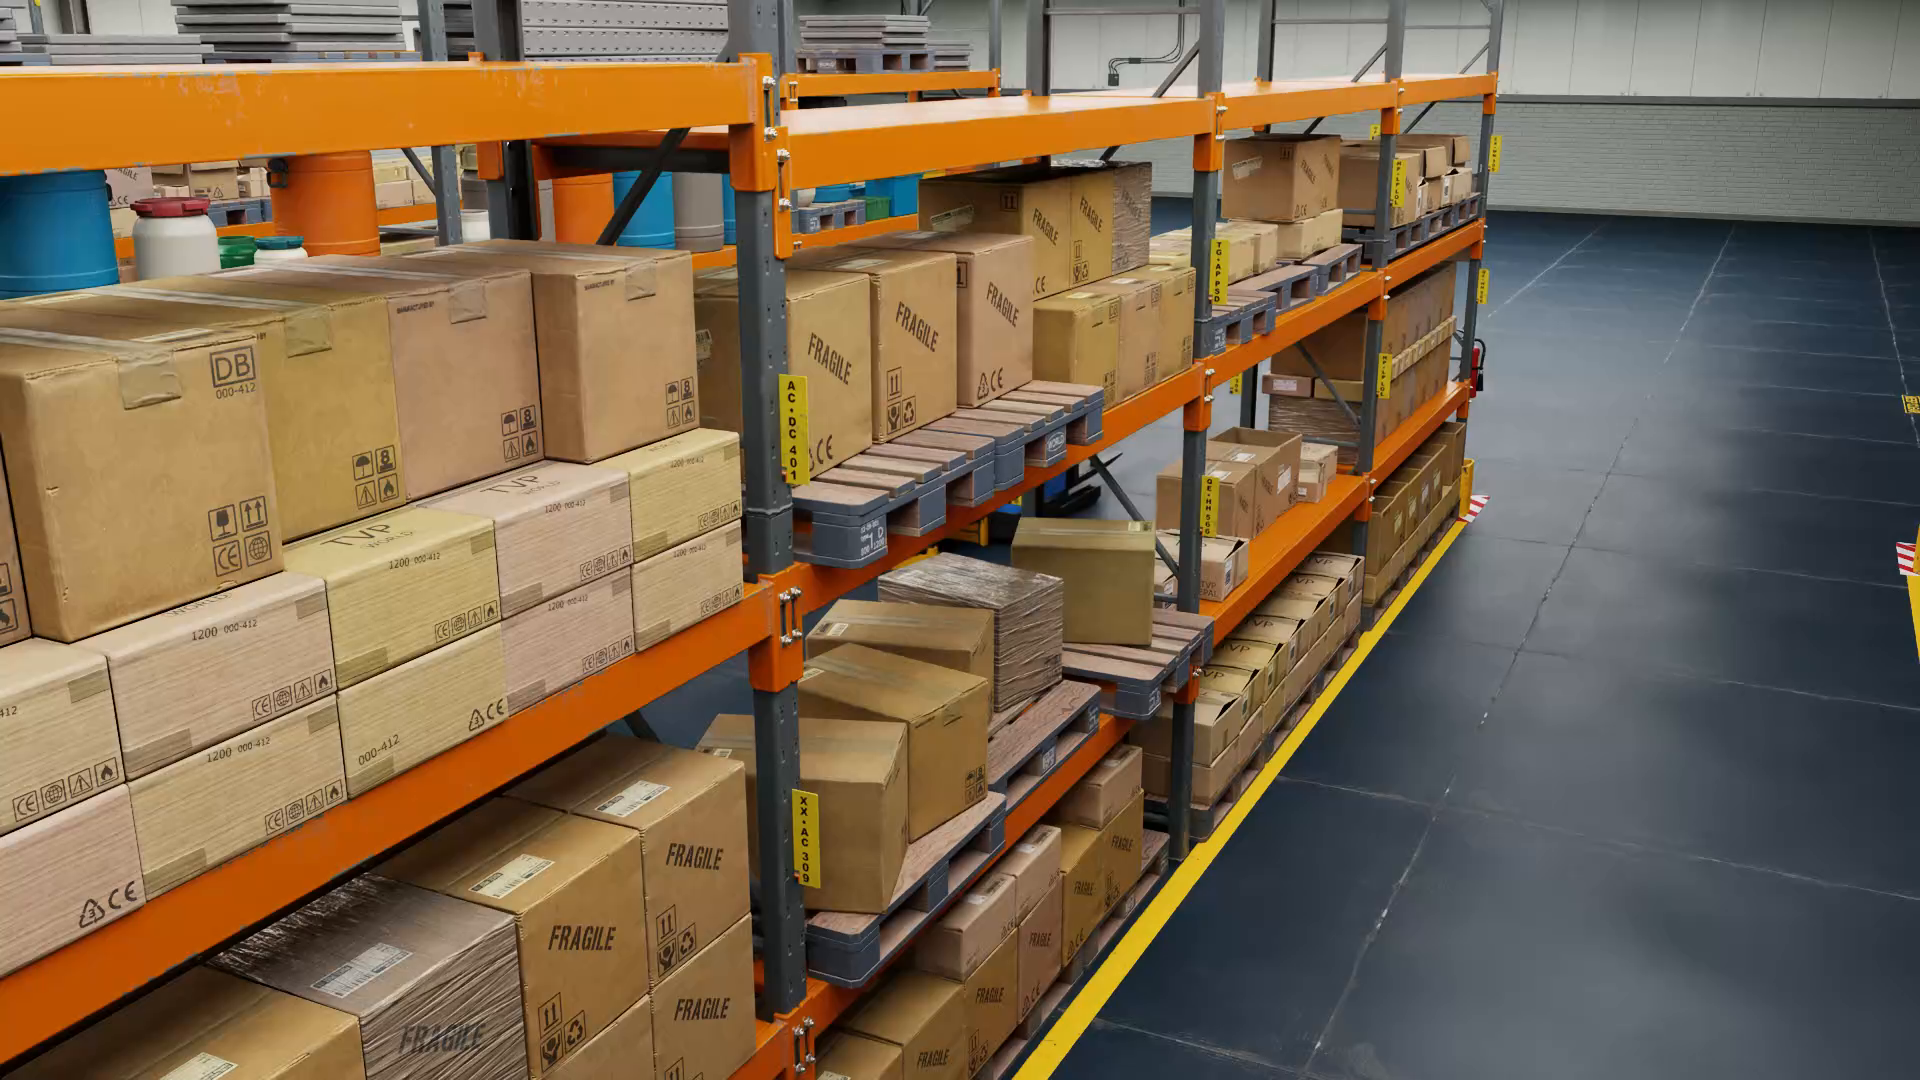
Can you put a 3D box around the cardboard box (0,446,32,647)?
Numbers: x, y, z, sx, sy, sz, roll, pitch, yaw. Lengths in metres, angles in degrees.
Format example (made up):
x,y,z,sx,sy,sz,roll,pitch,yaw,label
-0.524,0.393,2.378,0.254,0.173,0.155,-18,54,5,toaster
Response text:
x,y,z,sx,sy,sz,roll,pitch,yaw,label
-2.125,-0.042,2.921,0.700,0.500,0.500,8,18,25,cardboard box

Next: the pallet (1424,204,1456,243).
x,y,z,sx,sy,sz,roll,pitch,yaw,label
3.499,-2.668,13.852,1.003,0.211,1.213,8,18,25,pallet

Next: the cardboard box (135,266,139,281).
x,y,z,sx,sy,sz,roll,pitch,yaw,label
-9.931,-3.093,20.133,0.875,0.550,0.550,8,18,25,cardboard box

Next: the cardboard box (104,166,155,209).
x,y,z,sx,sy,sz,roll,pitch,yaw,label
-7.164,-3.055,13.946,0.500,0.500,0.500,8,18,24,cardboard box

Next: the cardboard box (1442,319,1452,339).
x,y,z,sx,sy,sz,roll,pitch,yaw,label
4.266,-1.932,15.171,0.380,0.149,0.250,9,19,27,cardboard box

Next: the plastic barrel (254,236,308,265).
x,y,z,sx,sy,sz,roll,pitch,yaw,label
-3.970,-1.636,9.727,0.301,0.262,0.301,0,17,0,plastic barrel

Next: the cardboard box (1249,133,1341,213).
x,y,z,sx,sy,sz,roll,pitch,yaw,label
2.284,-2.517,11.397,0.500,0.500,0.500,8,18,26,cardboard box

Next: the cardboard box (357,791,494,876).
x,y,z,sx,sy,sz,roll,pitch,yaw,label
-1.672,0.984,4.738,0.500,0.500,0.500,7,18,24,cardboard box

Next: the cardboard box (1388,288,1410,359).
x,y,z,sx,sy,sz,roll,pitch,yaw,label
3.237,-1.782,13.529,0.700,0.500,0.500,8,18,25,cardboard box

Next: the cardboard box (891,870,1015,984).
x,y,z,sx,sy,sz,roll,pitch,yaw,label
-0.099,1.576,6.975,0.500,0.250,0.500,8,18,25,cardboard box

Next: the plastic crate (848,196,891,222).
x,y,z,sx,sy,sz,roll,pitch,yaw,label
-0.886,-3.077,15.446,0.336,0.188,0.450,8,18,25,plastic crate

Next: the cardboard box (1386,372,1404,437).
x,y,z,sx,sy,sz,roll,pitch,yaw,label
3.245,-1.167,13.734,0.700,0.500,0.500,8,18,26,cardboard box

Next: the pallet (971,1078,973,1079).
x,y,z,sx,sy,sz,roll,pitch,yaw,label
-0.650,2.420,6.732,1.003,0.211,1.213,8,18,25,pallet

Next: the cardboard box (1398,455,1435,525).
x,y,z,sx,sy,sz,roll,pitch,yaw,label
3.751,-0.446,14.257,0.500,0.500,0.500,8,18,25,cardboard box

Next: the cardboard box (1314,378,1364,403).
x,y,z,sx,sy,sz,roll,pitch,yaw,label
2.888,-1.145,12.522,0.380,0.149,0.250,8,18,25,cardboard box

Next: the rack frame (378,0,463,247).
x,y,z,sx,sy,sz,roll,pitch,yaw,label
-3.622,-3.231,10.322,1.000,3.000,0.127,8,18,25,rack frame

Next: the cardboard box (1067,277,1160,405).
x,y,z,sx,sy,sz,roll,pitch,yaw,label
0.415,-0.964,7.784,0.910,0.500,0.500,8,18,25,cardboard box

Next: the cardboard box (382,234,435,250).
x,y,z,sx,sy,sz,roll,pitch,yaw,label
-5.615,-2.883,17.235,0.500,0.500,0.500,8,18,25,cardboard box

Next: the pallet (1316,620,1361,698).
x,y,z,sx,sy,sz,roll,pitch,yaw,label
2.301,0.787,12.230,1.003,0.211,1.213,8,18,25,pallet

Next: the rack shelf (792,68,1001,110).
x,y,z,sx,sy,sz,roll,pitch,yaw,label
-0.941,-4.222,15.627,1.077,0.370,4.000,8,18,25,rack shelf

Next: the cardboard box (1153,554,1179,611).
x,y,z,sx,sy,sz,roll,pitch,yaw,label
1.009,0.232,9.357,0.500,0.311,0.500,9,19,29,cardboard box

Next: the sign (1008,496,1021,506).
x,y,z,sx,sy,sz,roll,pitch,yaw,label
0.310,-0.348,9.121,0.100,0.325,0.005,8,18,25,sign

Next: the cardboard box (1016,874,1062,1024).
x,y,z,sx,sy,sz,roll,pitch,yaw,label
0.139,1.798,7.545,0.500,0.500,0.500,7,18,23,cardboard box

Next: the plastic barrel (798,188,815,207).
x,y,z,sx,sy,sz,roll,pitch,yaw,label
-1.466,-3.151,14.389,0.421,0.512,0.421,0,17,0,plastic barrel

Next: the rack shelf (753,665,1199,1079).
x,y,z,sx,sy,sz,roll,pitch,yaw,label
-0.086,1.131,7.438,1.077,0.370,4.000,8,18,25,rack shelf

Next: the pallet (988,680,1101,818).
x,y,z,sx,sy,sz,roll,pitch,yaw,label
-0.057,0.864,7.409,1.003,0.211,1.213,8,18,25,pallet

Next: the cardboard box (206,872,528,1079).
x,y,z,sx,sy,sz,roll,pitch,yaw,label
-1.426,1.189,4.047,0.500,0.500,0.500,8,18,26,cardboard box

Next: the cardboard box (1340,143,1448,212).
x,y,z,sx,sy,sz,roll,pitch,yaw,label
3.444,-2.902,13.318,0.797,0.503,0.637,10,19,31,cardboard box

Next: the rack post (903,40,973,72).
x,y,z,sx,sy,sz,roll,pitch,yaw,label
-0.499,-4.852,16.660,0.937,0.300,0.954,10,19,31,rack post

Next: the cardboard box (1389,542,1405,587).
x,y,z,sx,sy,sz,roll,pitch,yaw,label
3.302,0.168,13.508,0.500,0.250,0.500,8,18,25,cardboard box

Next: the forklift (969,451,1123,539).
x,y,z,sx,sy,sz,roll,pitch,yaw,label
0.750,-1.782,16.100,1.130,2.935,3.031,8,18,25,forklift

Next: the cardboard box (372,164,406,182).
x,y,z,sx,sy,sz,roll,pitch,yaw,label
-5.787,-3.681,16.670,0.380,0.149,0.250,7,18,23,cardboard box

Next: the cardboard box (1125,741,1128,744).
x,y,z,sx,sy,sz,roll,pitch,yaw,label
0.825,1.228,9.938,0.500,0.250,0.500,9,19,27,cardboard box

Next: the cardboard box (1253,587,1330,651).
x,y,z,sx,sy,sz,roll,pitch,yaw,label
2.219,0.505,11.387,0.500,0.311,0.500,8,18,25,cardboard box

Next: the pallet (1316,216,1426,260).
x,y,z,sx,sy,sz,roll,pitch,yaw,label
2.953,-2.358,12.809,1.003,0.211,1.213,8,18,25,pallet

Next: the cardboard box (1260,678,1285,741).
x,y,z,sx,sy,sz,roll,pitch,yaw,label
1.755,1.036,10.586,0.500,0.250,0.500,8,18,24,cardboard box

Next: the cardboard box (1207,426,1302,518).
x,y,z,sx,sy,sz,roll,pitch,yaw,label
2.002,-0.463,11.364,0.500,0.500,0.500,10,19,29,cardboard box

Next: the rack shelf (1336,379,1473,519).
x,y,z,sx,sy,sz,roll,pitch,yaw,label
3.489,-0.907,14.299,1.077,0.370,4.000,8,18,25,rack shelf

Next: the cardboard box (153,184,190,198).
x,y,z,sx,sy,sz,roll,pitch,yaw,label
-7.014,-3.041,14.624,0.380,0.166,0.250,8,18,24,cardboard box

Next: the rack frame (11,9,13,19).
x,y,z,sx,sy,sz,roll,pitch,yaw,label
-10.658,-5.536,18.085,1.000,3.000,0.127,8,18,25,rack frame

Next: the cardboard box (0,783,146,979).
x,y,z,sx,sy,sz,roll,pitch,yaw,label
-1.853,0.596,2.969,0.500,0.250,0.500,8,18,25,cardboard box

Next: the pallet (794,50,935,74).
x,y,z,sx,sy,sz,roll,pitch,yaw,label
-0.947,-4.493,15.605,1.003,0.211,1.213,8,18,25,pallet

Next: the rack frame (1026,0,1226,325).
x,y,z,sx,sy,sz,roll,pitch,yaw,label
0.808,-2.599,8.197,1.000,3.000,0.127,8,18,25,rack frame

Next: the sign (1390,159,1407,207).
x,y,z,sx,sy,sz,roll,pitch,yaw,label
3.085,-2.512,11.712,0.100,0.325,0.005,8,18,25,sign

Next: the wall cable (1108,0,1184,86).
x,y,z,sx,sy,sz,roll,pitch,yaw,label
5.487,-16.369,48.584,2.305,6.003,0.169,8,18,25,wall cable

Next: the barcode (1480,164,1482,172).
x,y,z,sx,sy,sz,roll,pitch,yaw,label
4.679,-3.339,14.937,0.001,0.075,0.075,8,18,25,barcode

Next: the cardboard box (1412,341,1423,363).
x,y,z,sx,sy,sz,roll,pitch,yaw,label
3.691,-1.603,14.065,0.380,0.149,0.250,8,18,25,cardboard box

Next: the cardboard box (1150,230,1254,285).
x,y,z,sx,sy,sz,roll,pitch,yaw,label
1.444,-1.694,9.942,0.500,0.250,0.500,8,18,24,cardboard box

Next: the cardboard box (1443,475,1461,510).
x,y,z,sx,sy,sz,roll,pitch,yaw,label
4.407,-0.470,15.657,0.500,0.250,0.500,8,18,25,cardboard box

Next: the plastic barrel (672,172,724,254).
x,y,z,sx,sy,sz,roll,pitch,yaw,label
-2.160,-2.728,13.018,0.600,0.901,0.600,0,17,0,plastic barrel

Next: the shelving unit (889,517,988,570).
x,y,z,sx,sy,sz,roll,pitch,yaw,label
-0.243,-0.580,14.570,0.587,1.500,1.083,8,18,25,shelving unit

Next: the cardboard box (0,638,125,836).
x,y,z,sx,sy,sz,roll,pitch,yaw,label
-1.857,0.356,2.900,0.500,0.250,0.500,8,18,25,cardboard box

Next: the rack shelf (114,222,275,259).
x,y,z,sx,sy,sz,roll,pitch,yaw,label
-7.159,-2.587,14.688,1.077,0.370,4.000,8,18,25,rack shelf

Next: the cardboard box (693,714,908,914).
x,y,z,sx,sy,sz,roll,pitch,yaw,label
-0.568,0.954,5.857,0.700,0.500,0.500,2,17,7,cardboard box
